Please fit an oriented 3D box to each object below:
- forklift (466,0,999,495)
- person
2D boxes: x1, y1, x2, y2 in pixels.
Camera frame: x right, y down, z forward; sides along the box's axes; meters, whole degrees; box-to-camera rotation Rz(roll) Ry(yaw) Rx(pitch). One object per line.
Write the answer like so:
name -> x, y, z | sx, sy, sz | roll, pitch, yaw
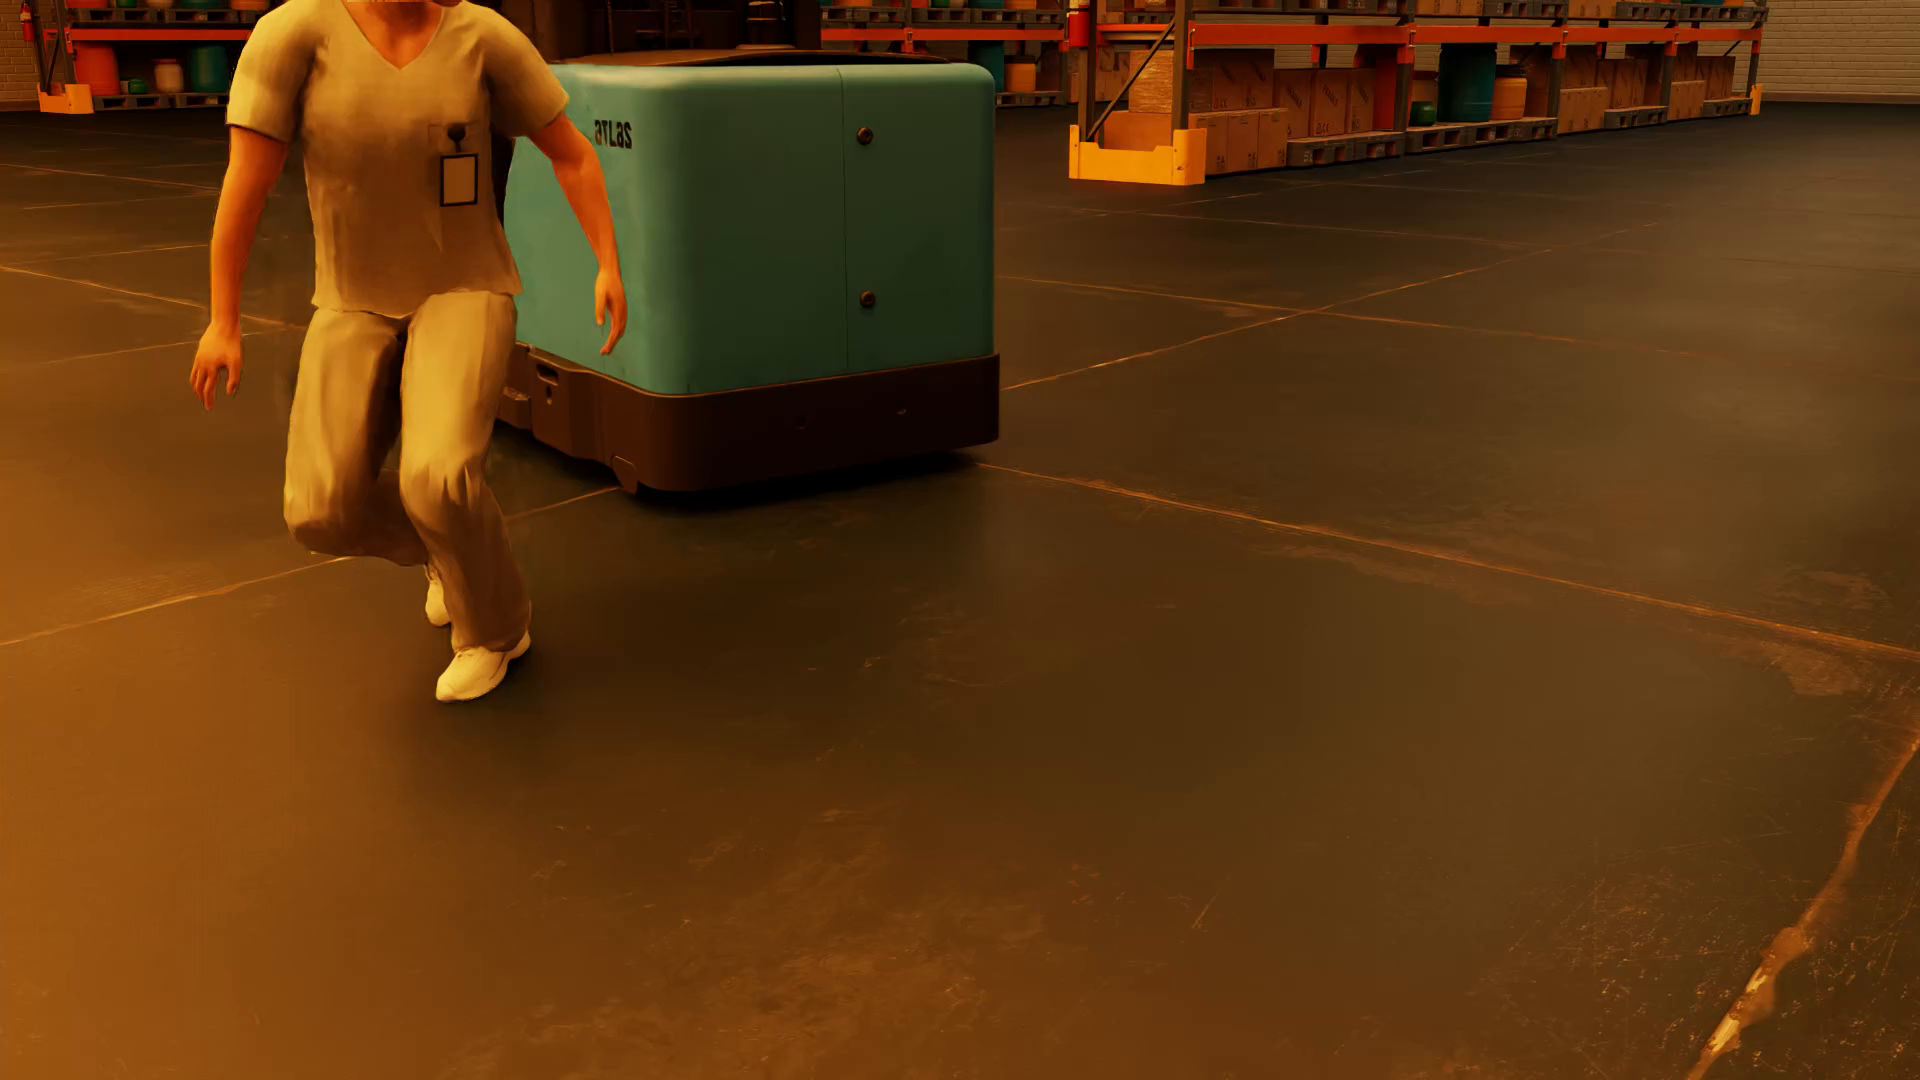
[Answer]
forklift -> -1.149, -1.886, 5.109 | 1.130, 2.935, 3.031 | -12, 20, -33
person -> -0.960, -0.456, 2.961 | 0.722, 1.472, 0.631 | -3, 17, -9
